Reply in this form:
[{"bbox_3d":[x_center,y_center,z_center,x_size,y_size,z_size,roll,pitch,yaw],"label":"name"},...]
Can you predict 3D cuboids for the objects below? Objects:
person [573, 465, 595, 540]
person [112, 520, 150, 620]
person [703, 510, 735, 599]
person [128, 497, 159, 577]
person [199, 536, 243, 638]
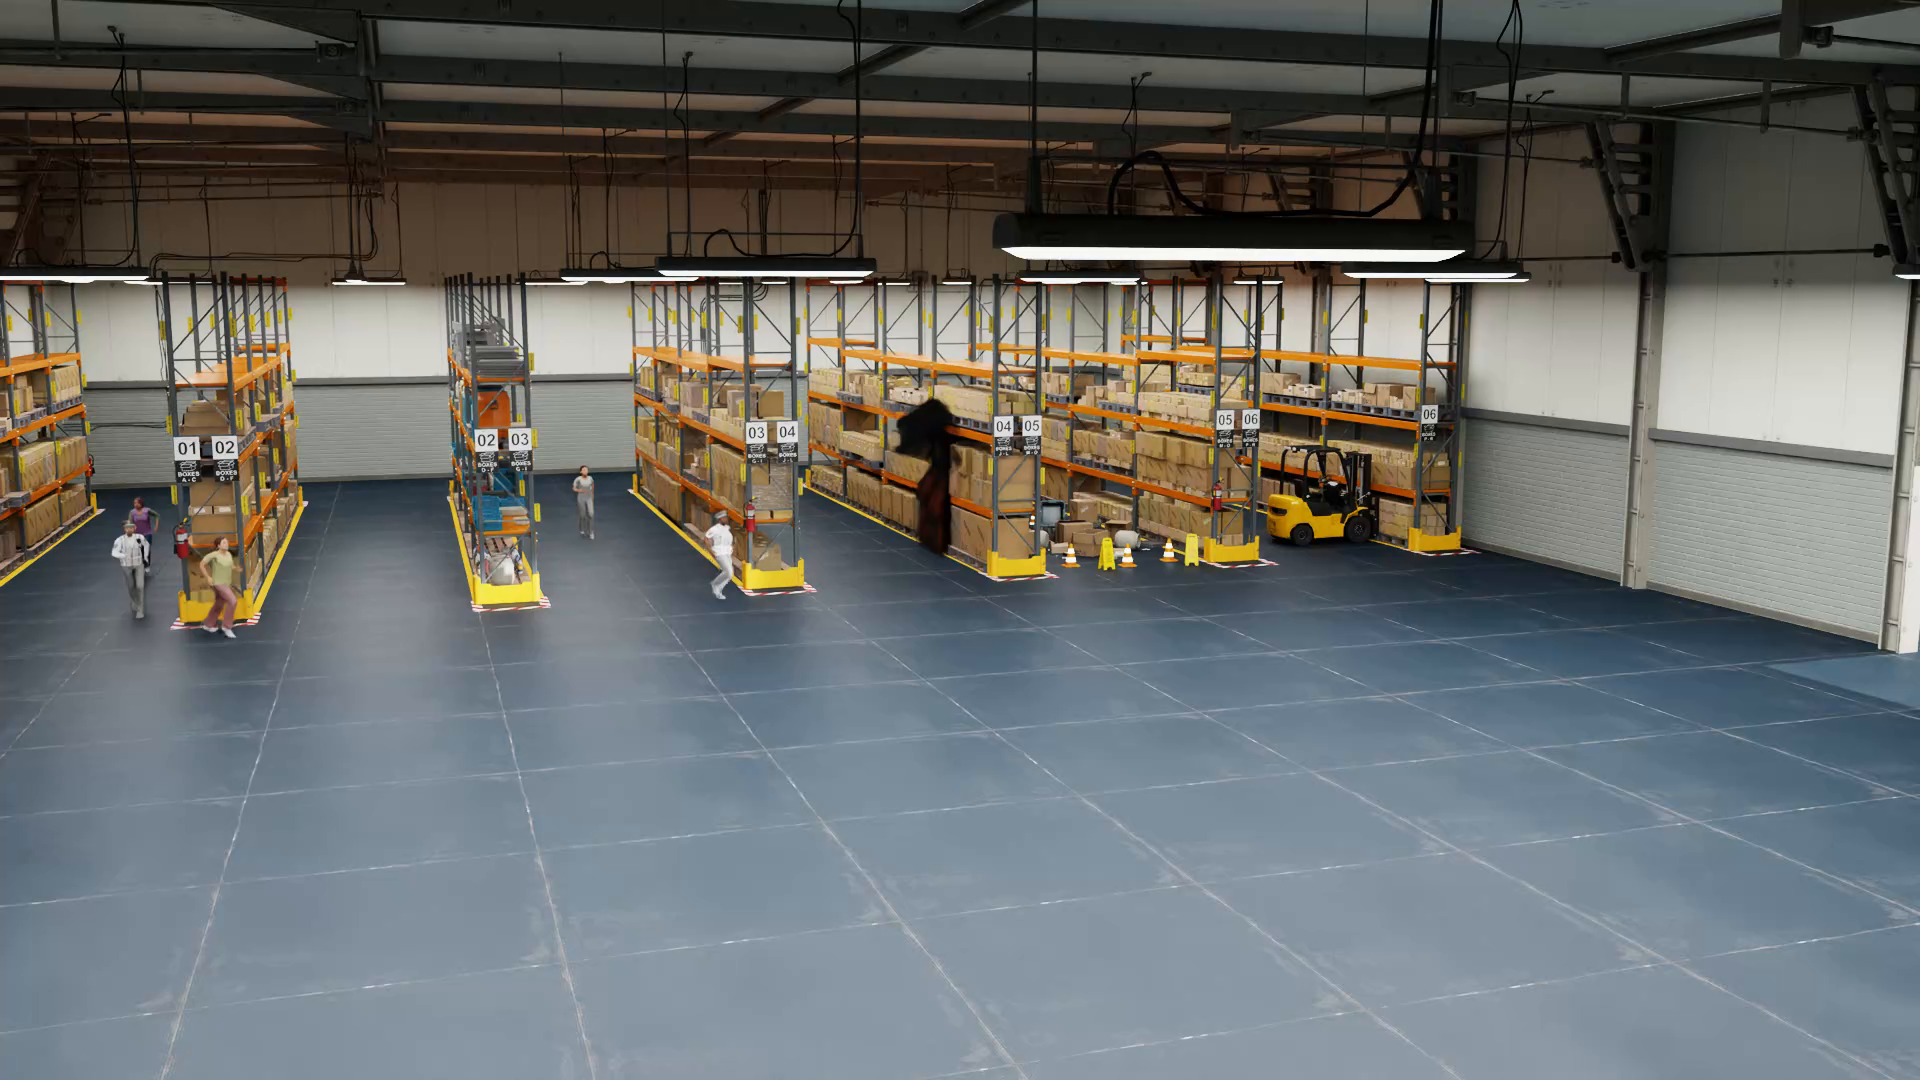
[{"bbox_3d":[-8.676,-0.751,38.405,0.550,1.474,0.762,-4,10,-26],"label":"person"},{"bbox_3d":[-14.552,0.490,29.236,0.587,1.744,0.832,-4,9,-24],"label":"person"},{"bbox_3d":[-4.384,0.269,30.851,0.534,1.655,0.575,5,10,29],"label":"person"},{"bbox_3d":[-16.316,-0.071,33.236,0.543,1.589,0.813,-2,9,-14],"label":"person"},{"bbox_3d":[-12.246,0.769,27.545,0.781,1.696,0.543,2,9,12],"label":"person"}]
